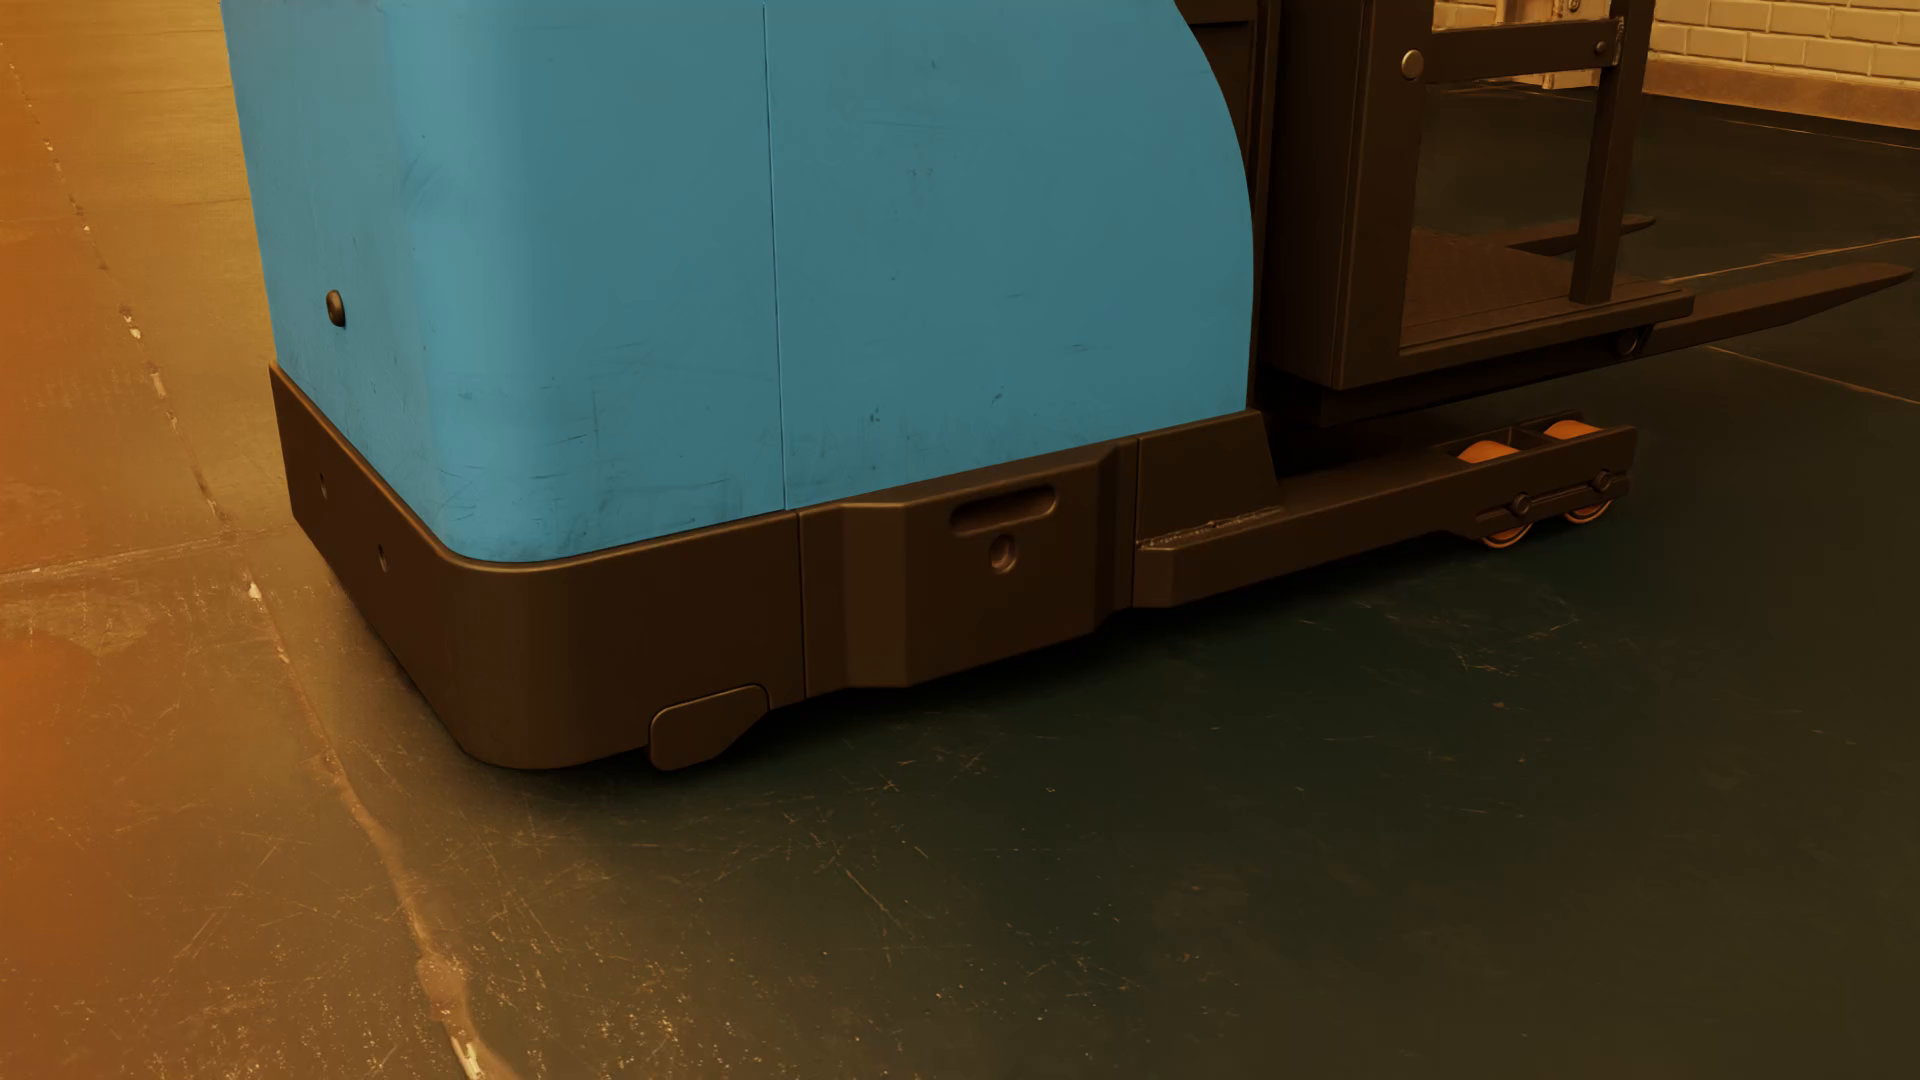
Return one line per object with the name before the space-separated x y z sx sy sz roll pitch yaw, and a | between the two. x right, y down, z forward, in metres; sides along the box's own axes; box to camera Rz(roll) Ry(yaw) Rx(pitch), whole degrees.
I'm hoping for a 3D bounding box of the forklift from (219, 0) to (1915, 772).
forklift | 0.492 -1.498 2.423 3.031 2.935 1.130 -14 26 -30
